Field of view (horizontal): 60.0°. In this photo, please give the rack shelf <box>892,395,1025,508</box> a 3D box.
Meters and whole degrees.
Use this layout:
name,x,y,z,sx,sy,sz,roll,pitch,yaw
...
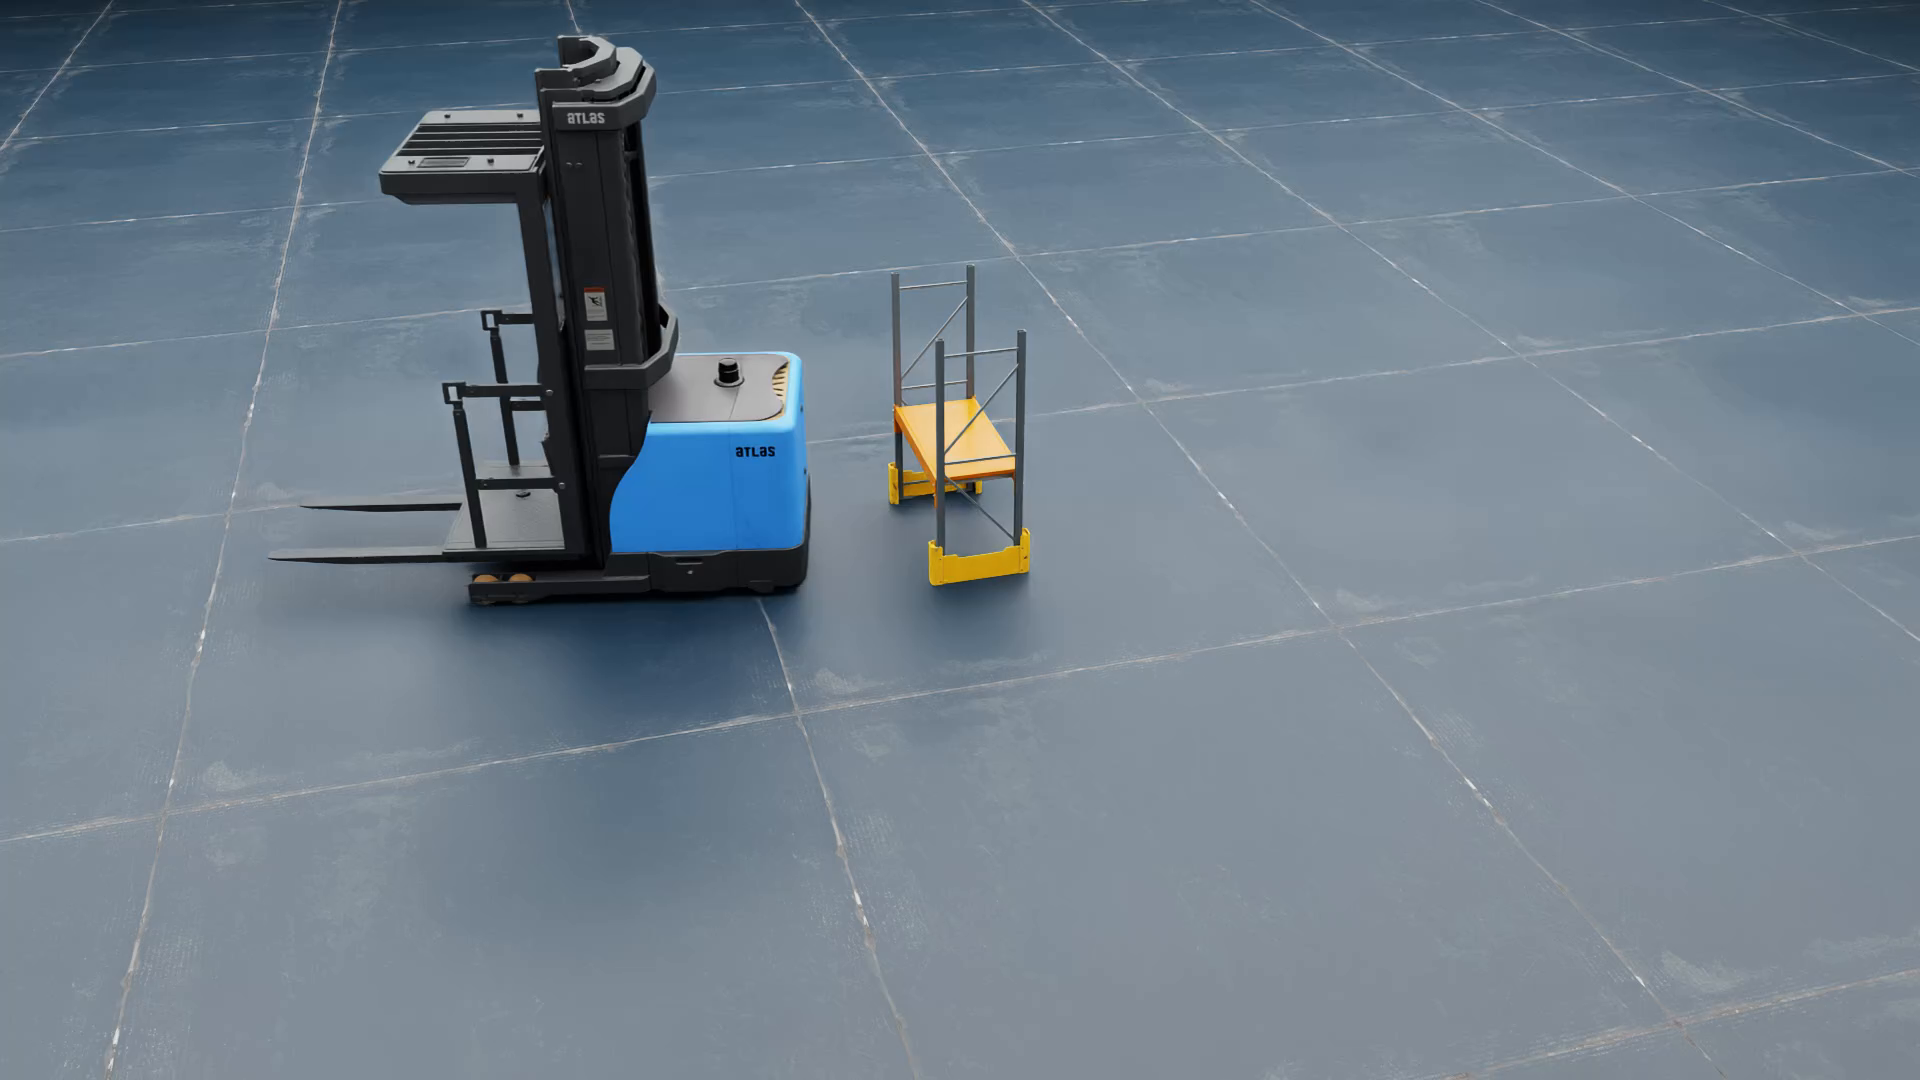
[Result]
name,x,y,z,sx,sy,sz,roll,pitch,yaw
rack shelf,-0.023,-0.535,9.767,0.538,0.185,1.000,-8,31,-13

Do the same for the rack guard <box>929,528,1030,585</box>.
name,x,y,z,sx,sy,sz,roll,pitch,yaw
rack guard,0.112,0.096,9.567,0.587,0.250,0.087,-8,31,-13

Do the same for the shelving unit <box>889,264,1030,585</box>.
name,x,y,z,sx,sy,sz,roll,pitch,yaw
shelving unit,-0.020,-0.686,9.669,0.587,1.500,1.083,-8,31,-13

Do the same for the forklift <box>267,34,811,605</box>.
name,x,y,z,sx,sy,sz,roll,pitch,yaw
forklift,-2.407,-1.176,9.088,3.031,2.935,1.130,-1,30,-2

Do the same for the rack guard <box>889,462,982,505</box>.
name,x,y,z,sx,sy,sz,roll,pitch,yaw
rack guard,-0.152,-0.386,10.398,0.587,0.250,0.087,-8,31,-13

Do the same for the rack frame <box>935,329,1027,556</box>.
name,x,y,z,sx,sy,sz,roll,pitch,yaw
rack frame,0.112,-0.445,9.252,0.500,1.500,0.032,-8,31,-13

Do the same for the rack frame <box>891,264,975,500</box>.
name,x,y,z,sx,sy,sz,roll,pitch,yaw
rack frame,-0.158,-0.936,10.101,0.500,1.500,0.032,-8,31,-13
